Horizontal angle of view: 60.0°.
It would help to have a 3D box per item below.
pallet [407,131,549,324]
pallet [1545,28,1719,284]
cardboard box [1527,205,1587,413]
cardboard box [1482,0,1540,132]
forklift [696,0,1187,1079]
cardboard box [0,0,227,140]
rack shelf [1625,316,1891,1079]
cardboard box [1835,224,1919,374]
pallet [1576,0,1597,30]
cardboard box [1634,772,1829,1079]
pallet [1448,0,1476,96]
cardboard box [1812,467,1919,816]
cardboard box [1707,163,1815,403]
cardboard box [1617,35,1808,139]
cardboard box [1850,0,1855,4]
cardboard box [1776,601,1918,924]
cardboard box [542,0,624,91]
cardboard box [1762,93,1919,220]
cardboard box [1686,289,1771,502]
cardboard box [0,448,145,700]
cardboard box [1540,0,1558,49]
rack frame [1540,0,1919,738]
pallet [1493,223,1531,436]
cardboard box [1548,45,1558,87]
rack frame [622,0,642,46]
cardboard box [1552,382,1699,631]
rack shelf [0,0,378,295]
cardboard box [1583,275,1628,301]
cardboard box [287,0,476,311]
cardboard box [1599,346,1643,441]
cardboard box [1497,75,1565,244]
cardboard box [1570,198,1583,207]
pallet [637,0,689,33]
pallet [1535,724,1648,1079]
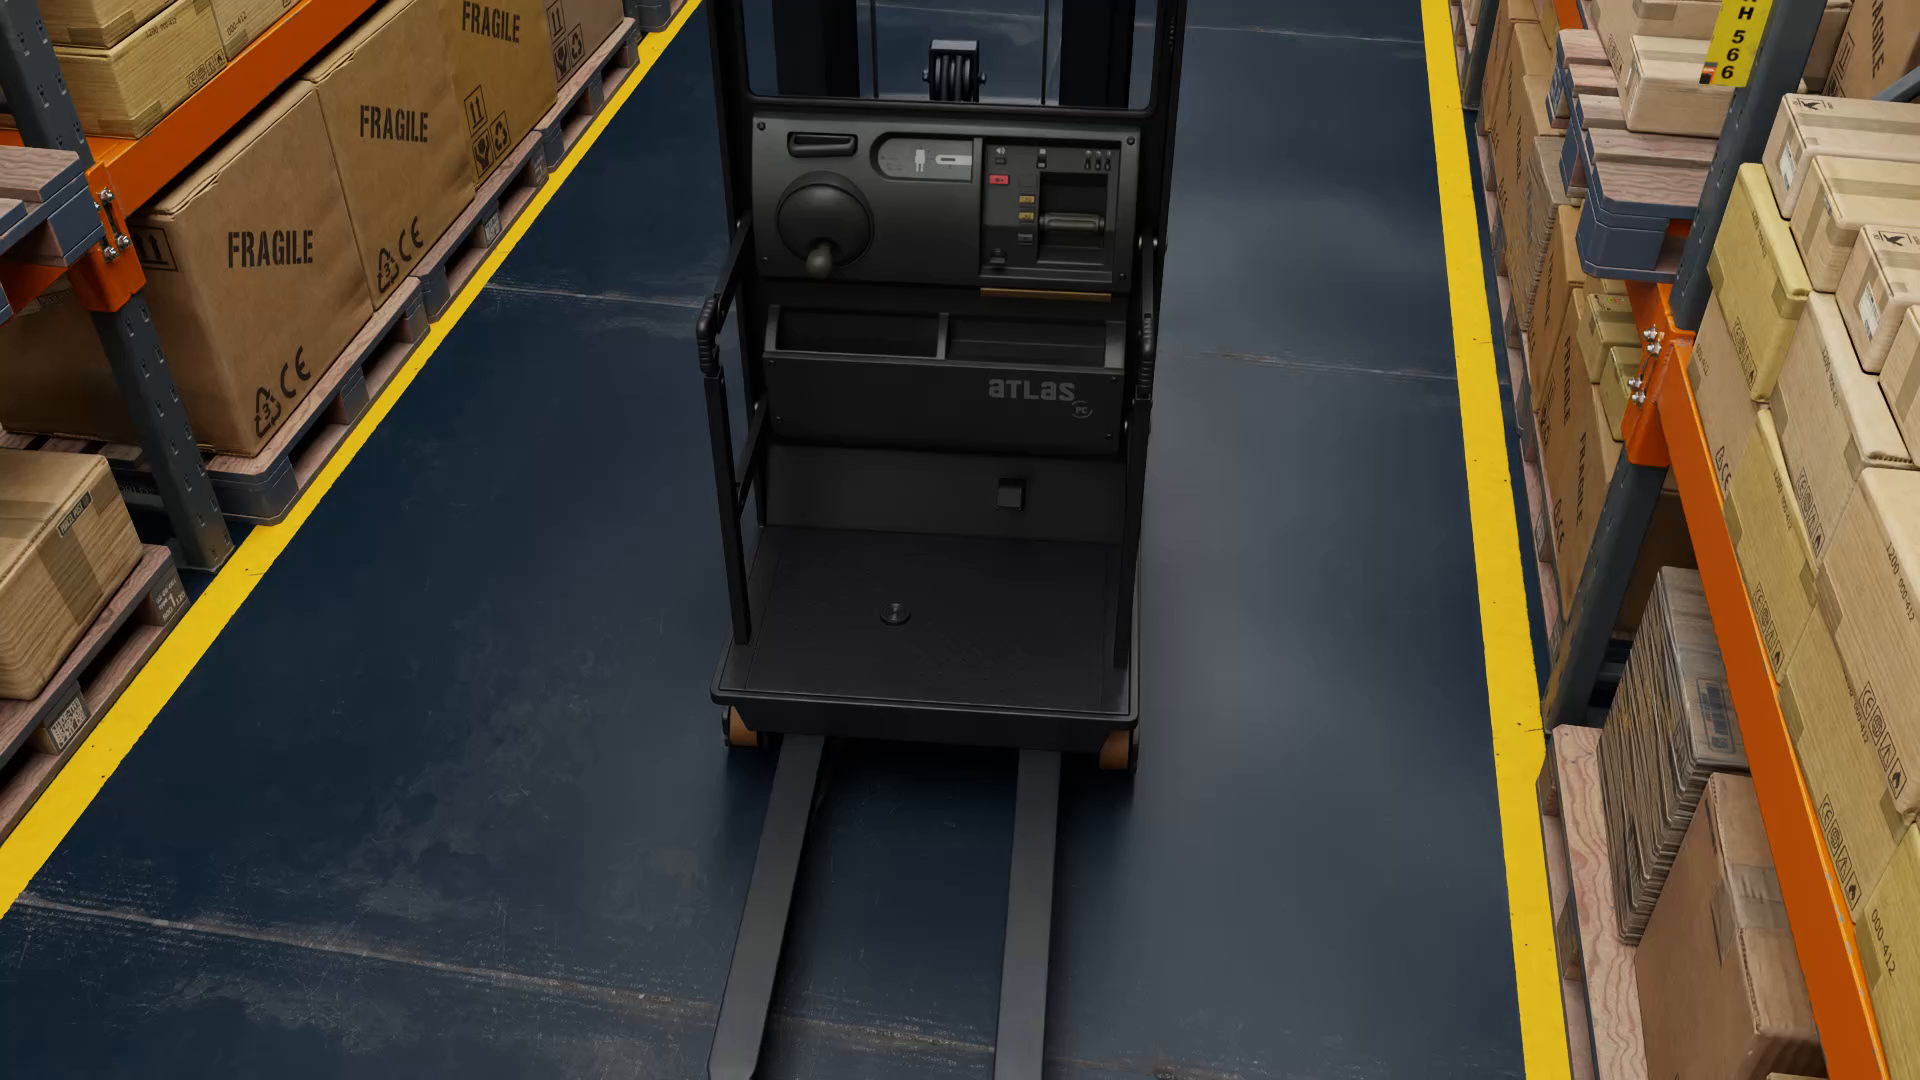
[{"bbox_3d":[-2.348,-1.317,6.677,1.003,0.211,1.213,6,40,8],"label":"pallet"},{"bbox_3d":[2.165,-0.956,4.203,1.213,0.211,1.003,6,40,8],"label":"pallet"},{"bbox_3d":[2.163,-0.726,5.406,0.500,0.500,0.500,8,40,10],"label":"cardboard box"},{"bbox_3d":[2.504,-2.027,6.980,0.500,0.500,0.500,8,40,10],"label":"cardboard box"},{"bbox_3d":[-0.055,-0.735,3.838,1.130,2.935,3.031,3,40,4],"label":"forklift"},{"bbox_3d":[-2.440,-1.363,4.663,0.500,0.250,0.500,6,40,7],"label":"cardboard box"},{"bbox_3d":[1.771,0.936,2.329,1.077,0.370,4.000,6,40,8],"label":"rack shelf"},{"bbox_3d":[1.708,-0.386,2.775,0.380,0.149,0.250,7,40,9],"label":"cardboard box"},{"bbox_3d":[2.449,-1.744,5.156,1.003,0.211,1.213,6,40,8],"label":"pallet"},{"bbox_3d":[1.890,0.957,3.272,0.875,0.625,0.625,8,40,9],"label":"cardboard box"},{"bbox_3d":[2.929,-2.463,8.064,1.003,0.211,1.213,6,40,8],"label":"pallet"},{"bbox_3d":[1.603,0.160,2.427,0.500,0.250,0.500,5,40,7],"label":"cardboard box"},{"bbox_3d":[1.775,-0.483,3.206,0.500,0.250,0.500,6,40,8],"label":"cardboard box"},{"bbox_3d":[1.853,-1.116,4.114,0.380,0.149,0.250,7,40,8],"label":"cardboard box"},{"bbox_3d":[2.217,-1.843,4.715,0.797,0.503,0.637,6,40,7],"label":"cardboard box"},{"bbox_3d":[1.625,0.352,2.588,0.500,0.250,0.500,5,40,6],"label":"cardboard box"},{"bbox_3d":[-2.109,-2.597,7.375,0.875,0.875,0.875,8,40,9],"label":"cardboard box"},{"bbox_3d":[1.772,-0.718,3.177,0.380,0.149,0.250,8,40,9],"label":"cardboard box"},{"bbox_3d":[1.800,-0.288,3.361,0.500,0.250,0.500,7,40,8],"label":"cardboard box"},{"bbox_3d":[-2.880,0.062,4.553,0.950,0.372,0.625,4,40,5],"label":"cardboard box"},{"bbox_3d":[2.480,-2.015,6.457,0.380,0.149,0.250,4,40,5],"label":"cardboard box"},{"bbox_3d":[2.117,-0.597,3.618,1.000,3.000,0.127,6,40,8],"label":"rack frame"},{"bbox_3d":[2.497,-0.750,5.992,1.003,0.211,1.213,6,40,8],"label":"pallet"},{"bbox_3d":[2.366,-1.689,6.062,0.380,0.149,0.250,6,40,8],"label":"cardboard box"},{"bbox_3d":[-2.080,-3.652,7.313,1.000,3.000,0.127,6,40,8],"label":"rack frame"},{"bbox_3d":[1.978,-0.084,4.630,0.500,0.500,0.500,7,40,9],"label":"cardboard box"},{"bbox_3d":[-2.426,-2.120,6.024,1.077,0.370,4.000,6,40,8],"label":"rack shelf"},{"bbox_3d":[2.059,-0.718,4.888,0.380,0.149,0.250,5,40,6],"label":"cardboard box"},{"bbox_3d":[-2.413,-1.469,6.010,0.875,0.875,0.875,7,40,8],"label":"cardboard box"},{"bbox_3d":[1.953,-0.383,4.483,0.380,0.149,0.250,5,40,5],"label":"cardboard box"},{"bbox_3d":[2.331,-1.379,6.196,0.500,0.500,0.500,5,40,6],"label":"cardboard box"},{"bbox_3d":[2.210,-1.212,5.485,0.380,0.149,0.250,5,40,6],"label":"cardboard box"},{"bbox_3d":[-1.872,-3.046,8.769,1.003,0.211,1.213,6,40,8],"label":"pallet"},{"bbox_3d":[1.936,0.990,3.887,1.003,0.211,1.213,6,40,8],"label":"pallet"}]
